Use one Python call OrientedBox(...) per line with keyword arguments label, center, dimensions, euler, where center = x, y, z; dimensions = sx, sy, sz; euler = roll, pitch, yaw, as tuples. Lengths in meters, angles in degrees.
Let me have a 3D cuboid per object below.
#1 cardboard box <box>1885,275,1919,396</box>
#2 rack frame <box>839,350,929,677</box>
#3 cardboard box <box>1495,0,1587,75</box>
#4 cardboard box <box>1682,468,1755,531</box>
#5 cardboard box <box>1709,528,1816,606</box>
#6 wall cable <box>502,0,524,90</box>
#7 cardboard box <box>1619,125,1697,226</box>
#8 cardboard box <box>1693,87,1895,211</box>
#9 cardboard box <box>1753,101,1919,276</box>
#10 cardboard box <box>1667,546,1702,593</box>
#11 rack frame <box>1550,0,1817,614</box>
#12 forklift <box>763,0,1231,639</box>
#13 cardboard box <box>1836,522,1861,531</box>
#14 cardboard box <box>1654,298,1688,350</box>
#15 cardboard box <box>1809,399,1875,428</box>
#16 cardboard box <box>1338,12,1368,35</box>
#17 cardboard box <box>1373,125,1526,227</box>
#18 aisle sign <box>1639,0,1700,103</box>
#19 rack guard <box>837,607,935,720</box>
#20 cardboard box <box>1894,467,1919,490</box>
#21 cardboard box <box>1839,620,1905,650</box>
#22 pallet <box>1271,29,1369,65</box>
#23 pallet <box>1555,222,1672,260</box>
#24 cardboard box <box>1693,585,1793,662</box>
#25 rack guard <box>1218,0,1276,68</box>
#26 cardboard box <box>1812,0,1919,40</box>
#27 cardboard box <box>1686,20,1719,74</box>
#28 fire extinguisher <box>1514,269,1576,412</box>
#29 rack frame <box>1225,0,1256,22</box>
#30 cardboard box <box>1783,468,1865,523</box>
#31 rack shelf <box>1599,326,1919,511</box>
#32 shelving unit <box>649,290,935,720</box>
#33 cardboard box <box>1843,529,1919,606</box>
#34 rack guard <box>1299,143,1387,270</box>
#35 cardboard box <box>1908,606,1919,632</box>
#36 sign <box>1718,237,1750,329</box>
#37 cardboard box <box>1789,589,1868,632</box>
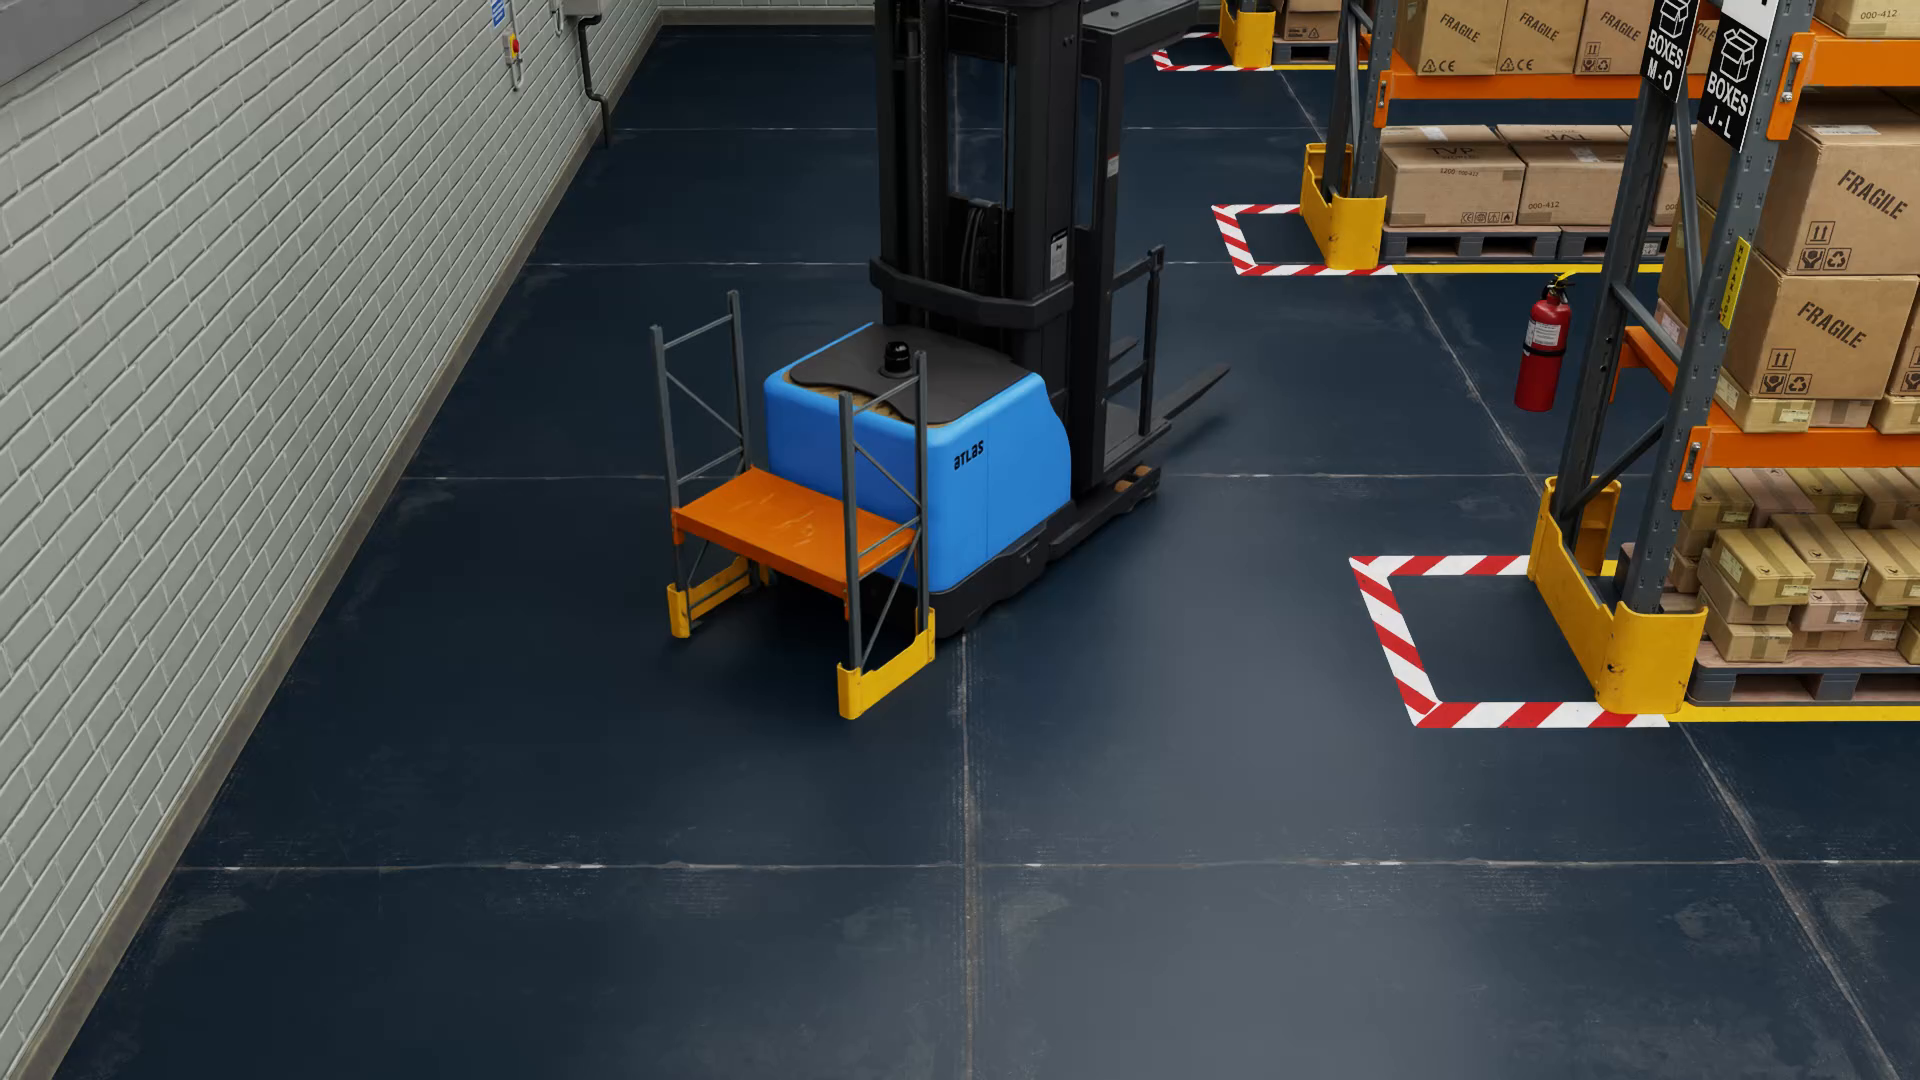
OrientedBox(label="cardboard box", center=(3.805, -0.891, 6.444), dimensions=(0.500, 0.500, 0.500), euler=(0, 31, 0))
OrientedBox(label="rack frame", center=(-0.296, -0.007, 6.815), dimensions=(0.032, 1.500, 0.500), euler=(21, 37, 31))
OrientedBox(label="cardboard box", center=(3.676, -3.327, 10.746), dimensions=(0.500, 0.500, 0.500), euler=(-1, 31, -1))
OrientedBox(label="cardboard box", center=(3.347, -0.197, 7.453), dimensions=(0.250, 0.149, 0.380), euler=(0, 31, 0))
OrientedBox(label="cardboard box", center=(3.345, 0.111, 6.945), dimensions=(0.250, 0.149, 0.380), euler=(-2, 31, -3))
OrientedBox(label="wall cable", center=(-2.950, -3.834, 10.668), dimensions=(0.123, 1.953, 0.585), euler=(0, 31, 0))
OrientedBox(label="cardboard box", center=(5.165, -2.563, 11.648), dimensions=(0.875, 0.438, 0.875), euler=(-1, 31, -2))
OrientedBox(label="cardboard box", center=(3.276, -1.576, 6.609), dimensions=(0.500, 0.500, 0.500), euler=(-1, 31, -1))
OrientedBox(label="cardboard box", center=(3.270, -1.310, 6.170), dimensions=(0.500, 0.500, 0.500), euler=(0, 31, -1))
OrientedBox(label="cardboard box", center=(3.345, 0.081, 7.568), dimensions=(0.250, 0.149, 0.380), euler=(0, 31, 1))
OrientedBox(label="rack frame", center=(2.819, -0.849, 6.757), dimensions=(0.127, 3.000, 1.000), euler=(0, 31, 0))
OrientedBox(label="forklift", center=(0.381, -1.524, 7.937), dimensions=(1.130, 2.935, 3.031), euler=(21, 37, 30))
OrientedBox(label="cardboard box", center=(3.865, -0.089, 7.561), dimensions=(0.250, 0.149, 0.380), euler=(-1, 31, -2))
OrientedBox(label="cardboard box", center=(3.144, -0.889, 7.065), dimensions=(0.250, 0.149, 0.380), euler=(0, 31, 0))
OrientedBox(label="cardboard box", center=(3.400, -0.594, 6.580), dimensions=(0.250, 0.149, 0.380), euler=(1, 31, 1))
OrientedBox(label="cardboard box", center=(3.692, -4.885, 15.754), dimensions=(0.250, 0.149, 0.380), euler=(-1, 31, -2))
OrientedBox(label="cardboard box", center=(3.348, -2.554, 11.633), dimensions=(0.875, 0.438, 0.875), euler=(-1, 31, -2))
OrientedBox(label="aisle sign", center=(2.745, -2.115, 6.339), dimensions=(0.004, 0.787, 0.394), euler=(0, 31, 0))
OrientedBox(label="rack guard", center=(-0.311, 0.522, 7.149), dimensions=(0.087, 0.250, 0.587), euler=(21, 37, 31))
OrientedBox(label="cardboard box", center=(4.385, -0.232, 7.511), dimensions=(0.250, 0.149, 0.380), euler=(1, 31, 2))
OrientedBox(label="cardboard box", center=(3.855, 0.307, 7.195), dimensions=(0.250, 0.149, 0.380), euler=(0, 31, 0))
OrientedBox(label="pallet", center=(3.528, -4.802, 15.961), dimensions=(1.213, 0.211, 1.003), euler=(0, 31, 0))
OrientedBox(label="pallet", center=(4.705, -2.269, 11.786), dimensions=(1.213, 0.211, 1.003), euler=(0, 31, 0))
OrientedBox(label="cardboard box", center=(3.345, 0.355, 7.116), dimensions=(0.250, 0.149, 0.380), euler=(0, 31, 1))
OrientedBox(label="rack guard", center=(2.731, -4.922, 15.881), dimensions=(0.348, 0.500, 1.175), euler=(0, 31, 0))
OrientedBox(label="cardboard box", center=(3.270, -1.936, 5.801), dimensions=(0.500, 0.250, 0.500), euler=(1, 31, 1))
OrientedBox(label="cardboard box", center=(4.686, -3.330, 10.750), dimensions=(0.500, 0.500, 0.500), euler=(1, 31, 1))
OrientedBox(label="fire extinguisher", center=(2.565, -0.895, 7.267), dimensions=(0.183, 0.674, 0.296), euler=(0, 31, 0))
OrientedBox(label="rack frame", center=(2.655, -5.991, 15.232), dimensions=(0.127, 3.000, 1.000), euler=(0, 31, 0))
OrientedBox(label="cardboard box", center=(3.857, -0.234, 7.515), dimensions=(0.250, 0.149, 0.380), euler=(-1, 31, -1))
OrientedBox(label="rack shelf", center=(4.819, -0.547, 6.954), dimensions=(4.000, 0.370, 1.077), euler=(0, 31, 0))
OrientedBox(label="shelving unit", center=(-0.709, -0.168, 7.081), dimensions=(1.083, 1.500, 0.587), euler=(21, 37, 31))
OrientedBox(label="cardboard box", center=(3.873, 0.113, 6.941), dimensions=(0.250, 0.149, 0.380), euler=(0, 31, 0))
OrientedBox(label="rack guard", center=(2.665, -2.347, 11.637), dimensions=(0.348, 0.500, 1.175), euler=(0, 31, 0))
OrientedBox(label="cardboard box", center=(4.121, 0.232, 7.032), dimensions=(0.250, 0.149, 0.380), euler=(1, 31, 1))
OrientedBox(label="sign", center=(2.823, -0.937, 6.068), dimensions=(0.005, 0.325, 0.100), euler=(0, 31, 0))
OrientedBox(label="cardboard box", center=(3.619, 0.223, 7.047), dimensions=(0.250, 0.149, 0.380), euler=(0, 31, -1))
